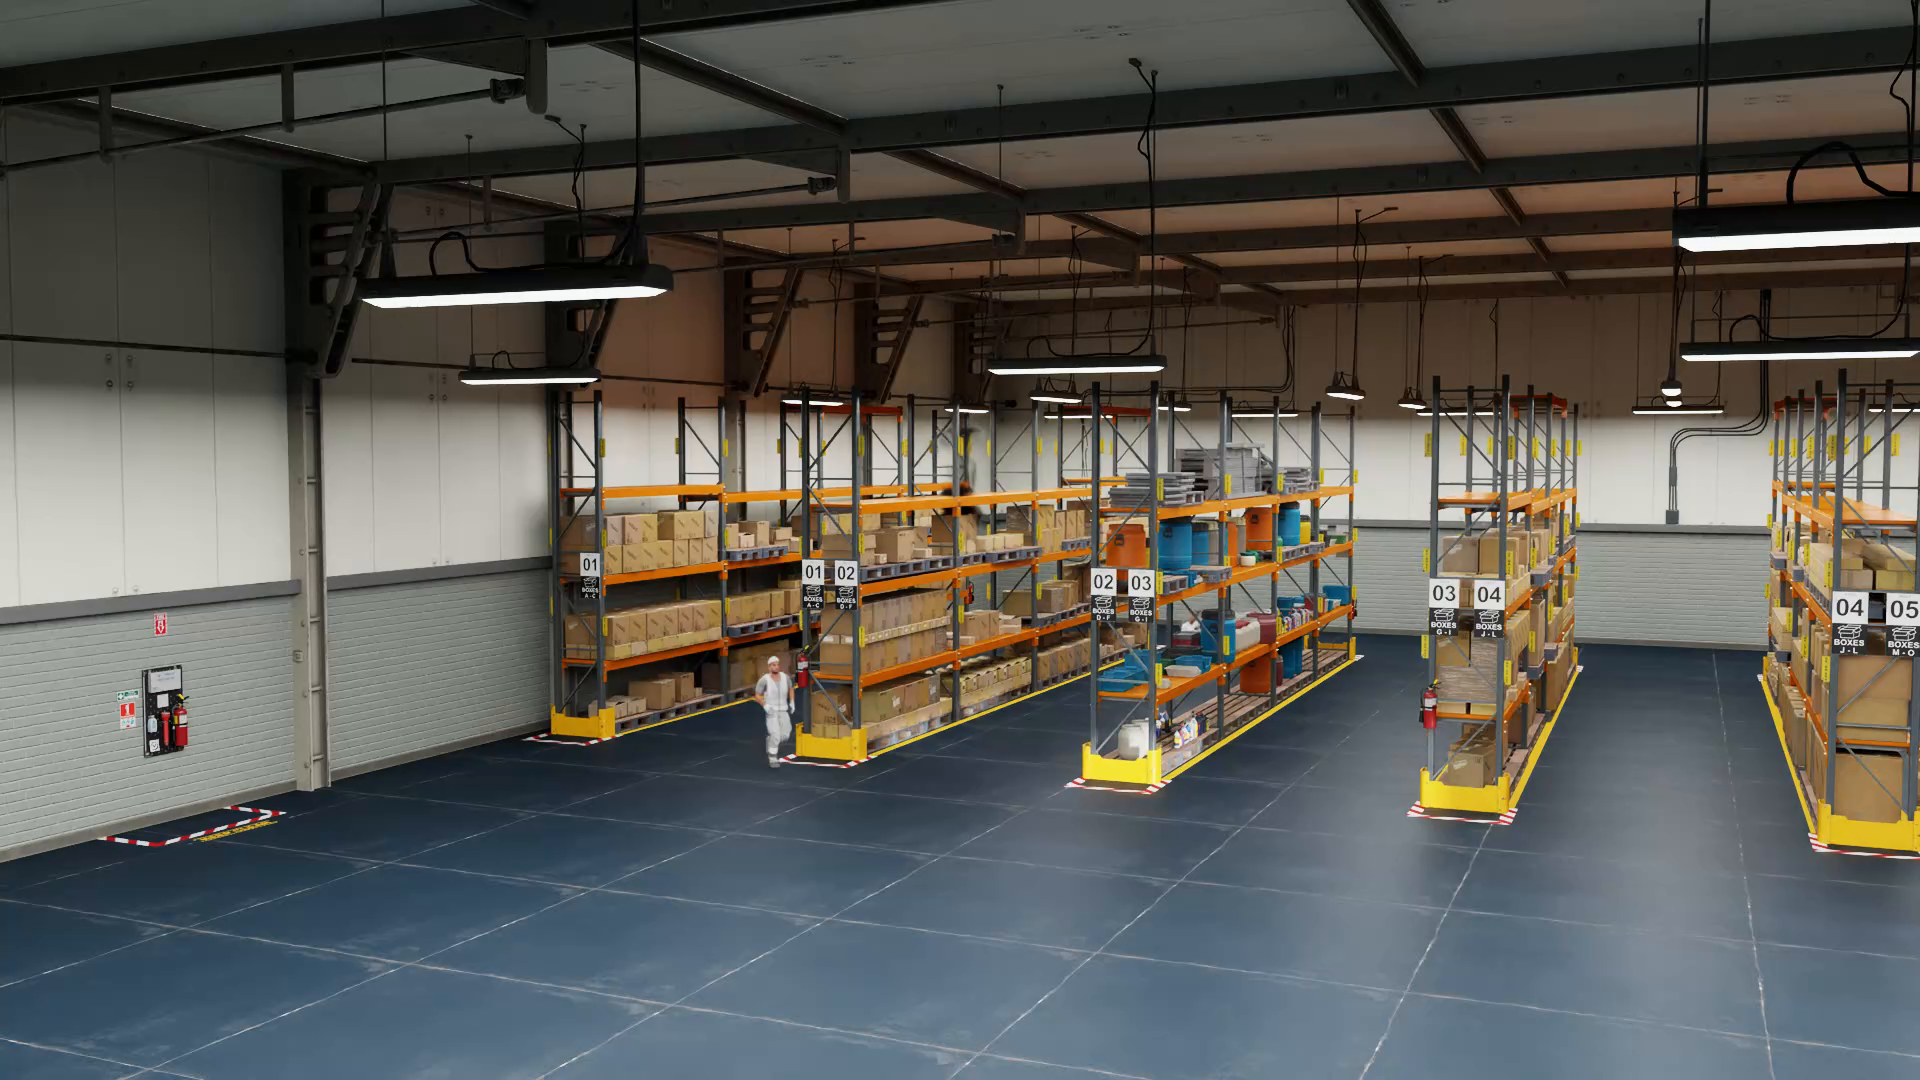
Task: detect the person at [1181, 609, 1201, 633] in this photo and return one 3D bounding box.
[{"bbox_3d":[4.864,2.267,34.621,0.642,1.676,0.569,1,3,25],"label":"person"}]

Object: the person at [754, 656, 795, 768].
[{"bbox_3d":[-2.908,2.688,26.115,0.687,1.749,0.668,-2,4,-30],"label":"person"}]

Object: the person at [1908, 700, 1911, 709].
[{"bbox_3d":[18.229,2.377,31.787,0.718,1.740,0.638,1,3,17],"label":"person"}]
